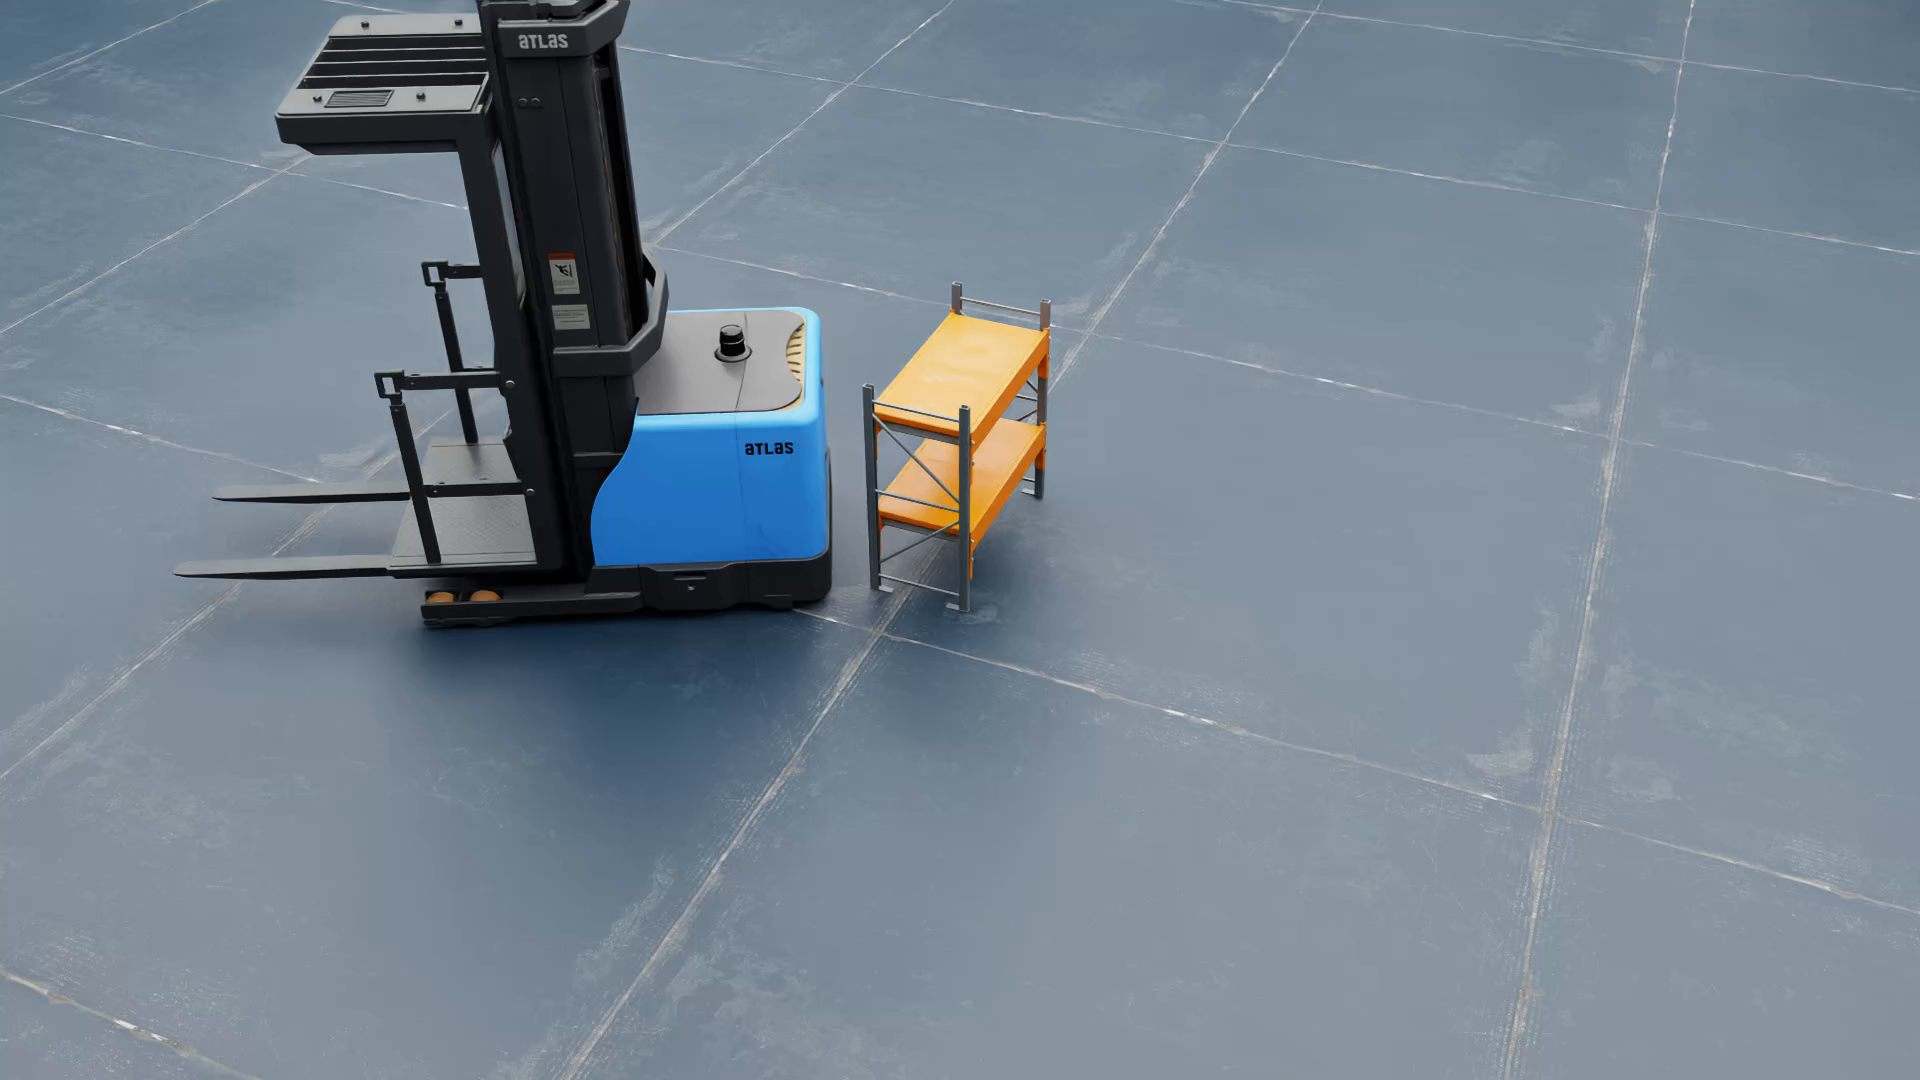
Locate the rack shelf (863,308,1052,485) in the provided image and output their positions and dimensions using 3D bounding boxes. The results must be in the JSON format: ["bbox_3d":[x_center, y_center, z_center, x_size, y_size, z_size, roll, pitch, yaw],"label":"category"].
[{"bbox_3d":[0.003,-0.689,7.743,0.538,0.278,1.000,14,39,18],"label":"rack shelf"}]

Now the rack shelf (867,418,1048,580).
[{"bbox_3d":[0.003,-0.258,8.065,0.538,0.278,1.000,14,39,18],"label":"rack shelf"}]

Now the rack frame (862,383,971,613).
[{"bbox_3d":[-0.191,-0.173,7.542,0.500,1.125,0.032,14,39,18],"label":"rack frame"}]

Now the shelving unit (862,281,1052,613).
[{"bbox_3d":[0.003,-0.454,7.918,0.538,1.125,1.048,14,39,18],"label":"shelving unit"}]

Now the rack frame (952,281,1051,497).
[{"bbox_3d":[0.196,-0.736,8.295,0.500,1.125,0.032,14,39,18],"label":"rack frame"}]

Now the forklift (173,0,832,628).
[{"bbox_3d":[-2.143,-1.095,7.267,3.031,2.935,1.130,-2,37,-3],"label":"forklift"}]
